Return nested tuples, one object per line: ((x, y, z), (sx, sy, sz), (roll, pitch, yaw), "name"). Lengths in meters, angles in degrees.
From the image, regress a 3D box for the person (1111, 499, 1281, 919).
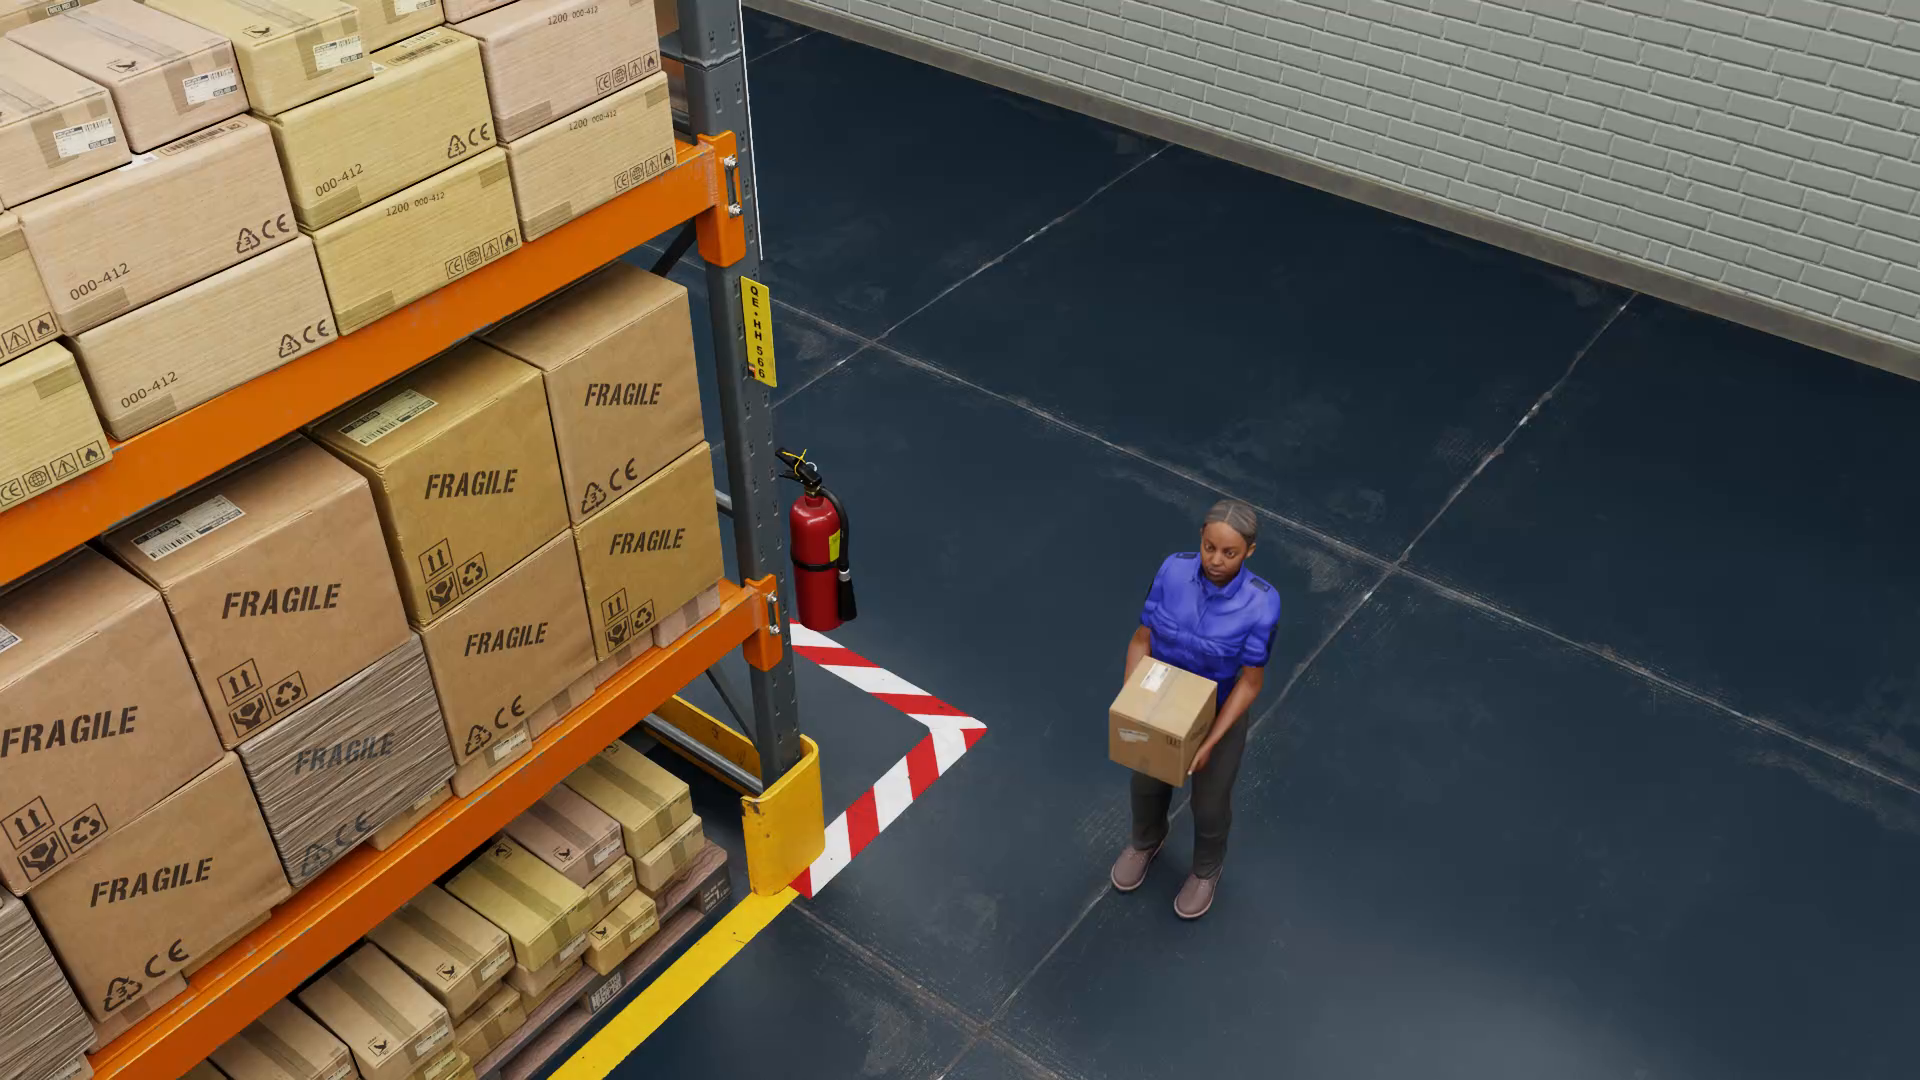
((0.728, 0.607, 5.420), (0.449, 1.645, 0.521), (20, 43, 23), "person")
